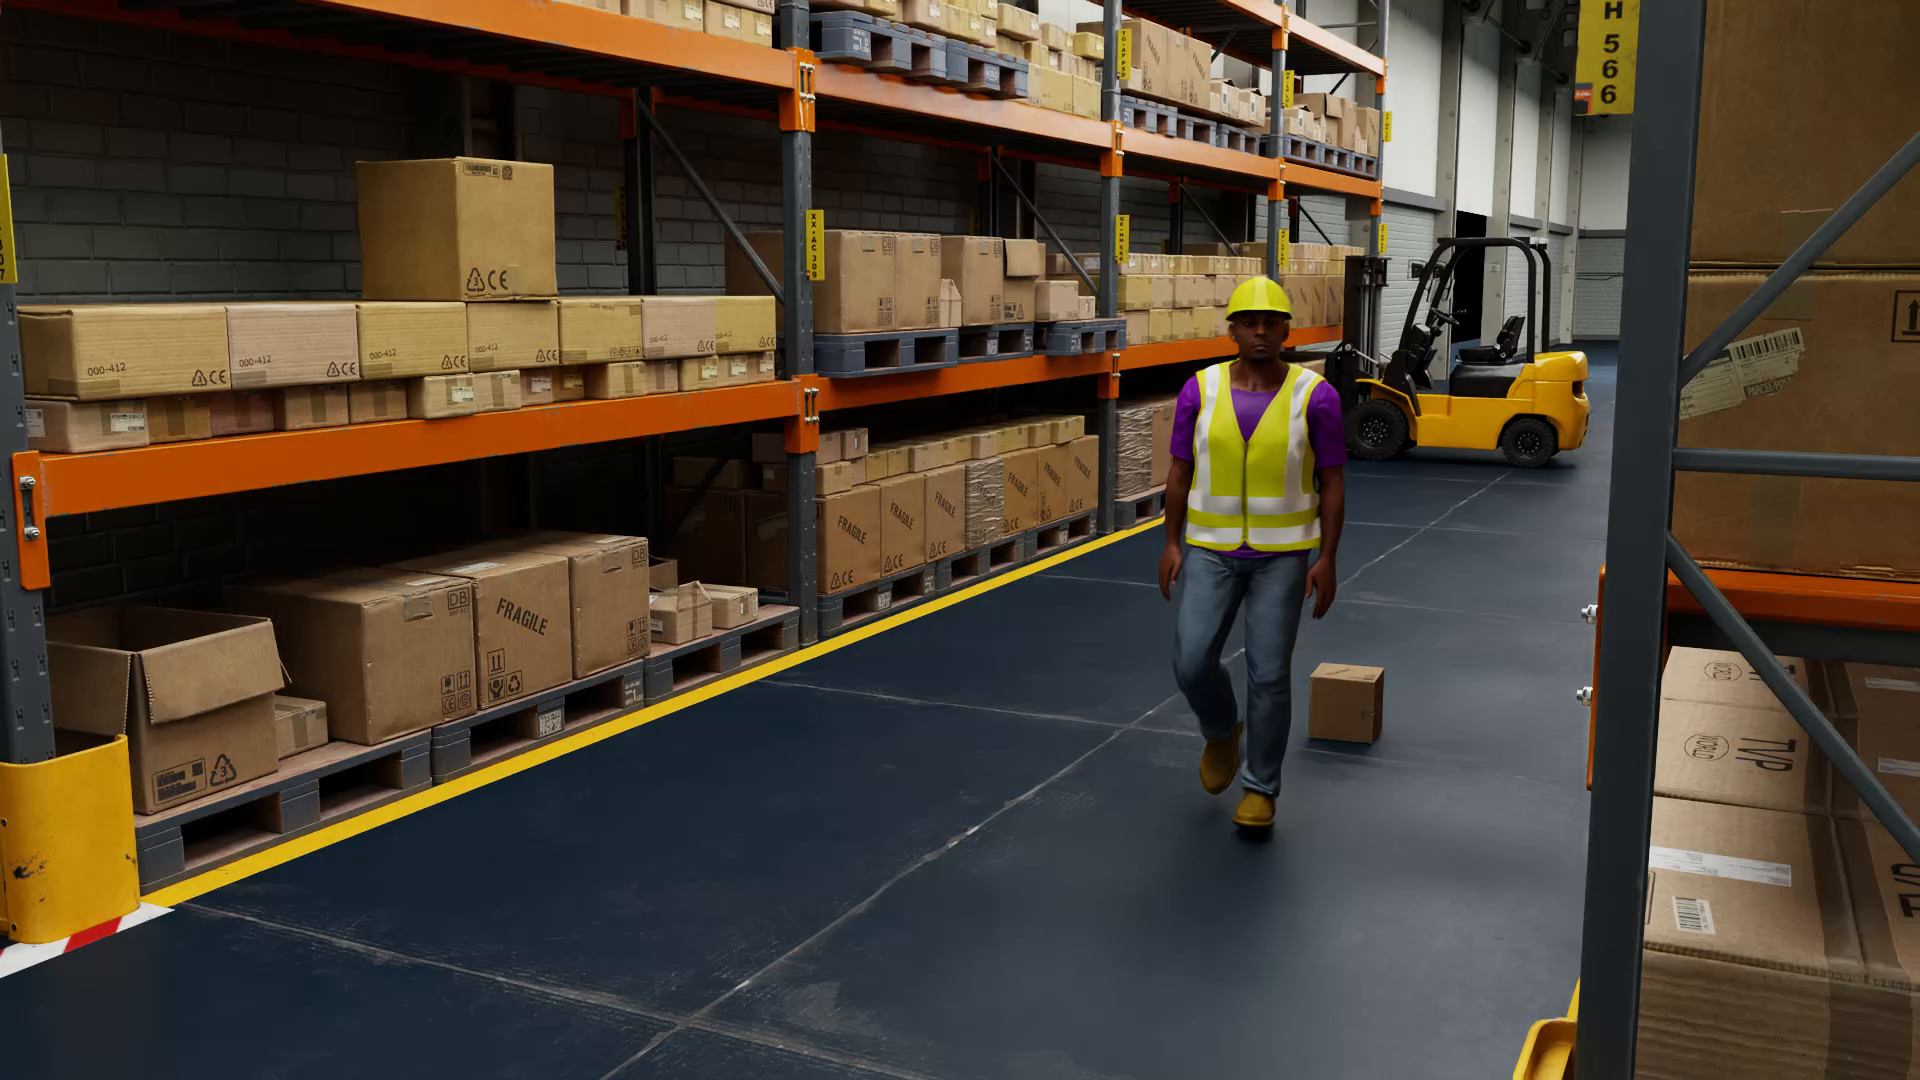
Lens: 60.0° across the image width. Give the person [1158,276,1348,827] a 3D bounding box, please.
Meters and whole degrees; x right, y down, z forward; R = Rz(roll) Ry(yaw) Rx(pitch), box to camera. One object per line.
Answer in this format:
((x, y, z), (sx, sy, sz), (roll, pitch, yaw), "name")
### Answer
((0.938, 0.035, 5.395), (0.603, 1.759, 0.516), (3, 9, 17), "person")
